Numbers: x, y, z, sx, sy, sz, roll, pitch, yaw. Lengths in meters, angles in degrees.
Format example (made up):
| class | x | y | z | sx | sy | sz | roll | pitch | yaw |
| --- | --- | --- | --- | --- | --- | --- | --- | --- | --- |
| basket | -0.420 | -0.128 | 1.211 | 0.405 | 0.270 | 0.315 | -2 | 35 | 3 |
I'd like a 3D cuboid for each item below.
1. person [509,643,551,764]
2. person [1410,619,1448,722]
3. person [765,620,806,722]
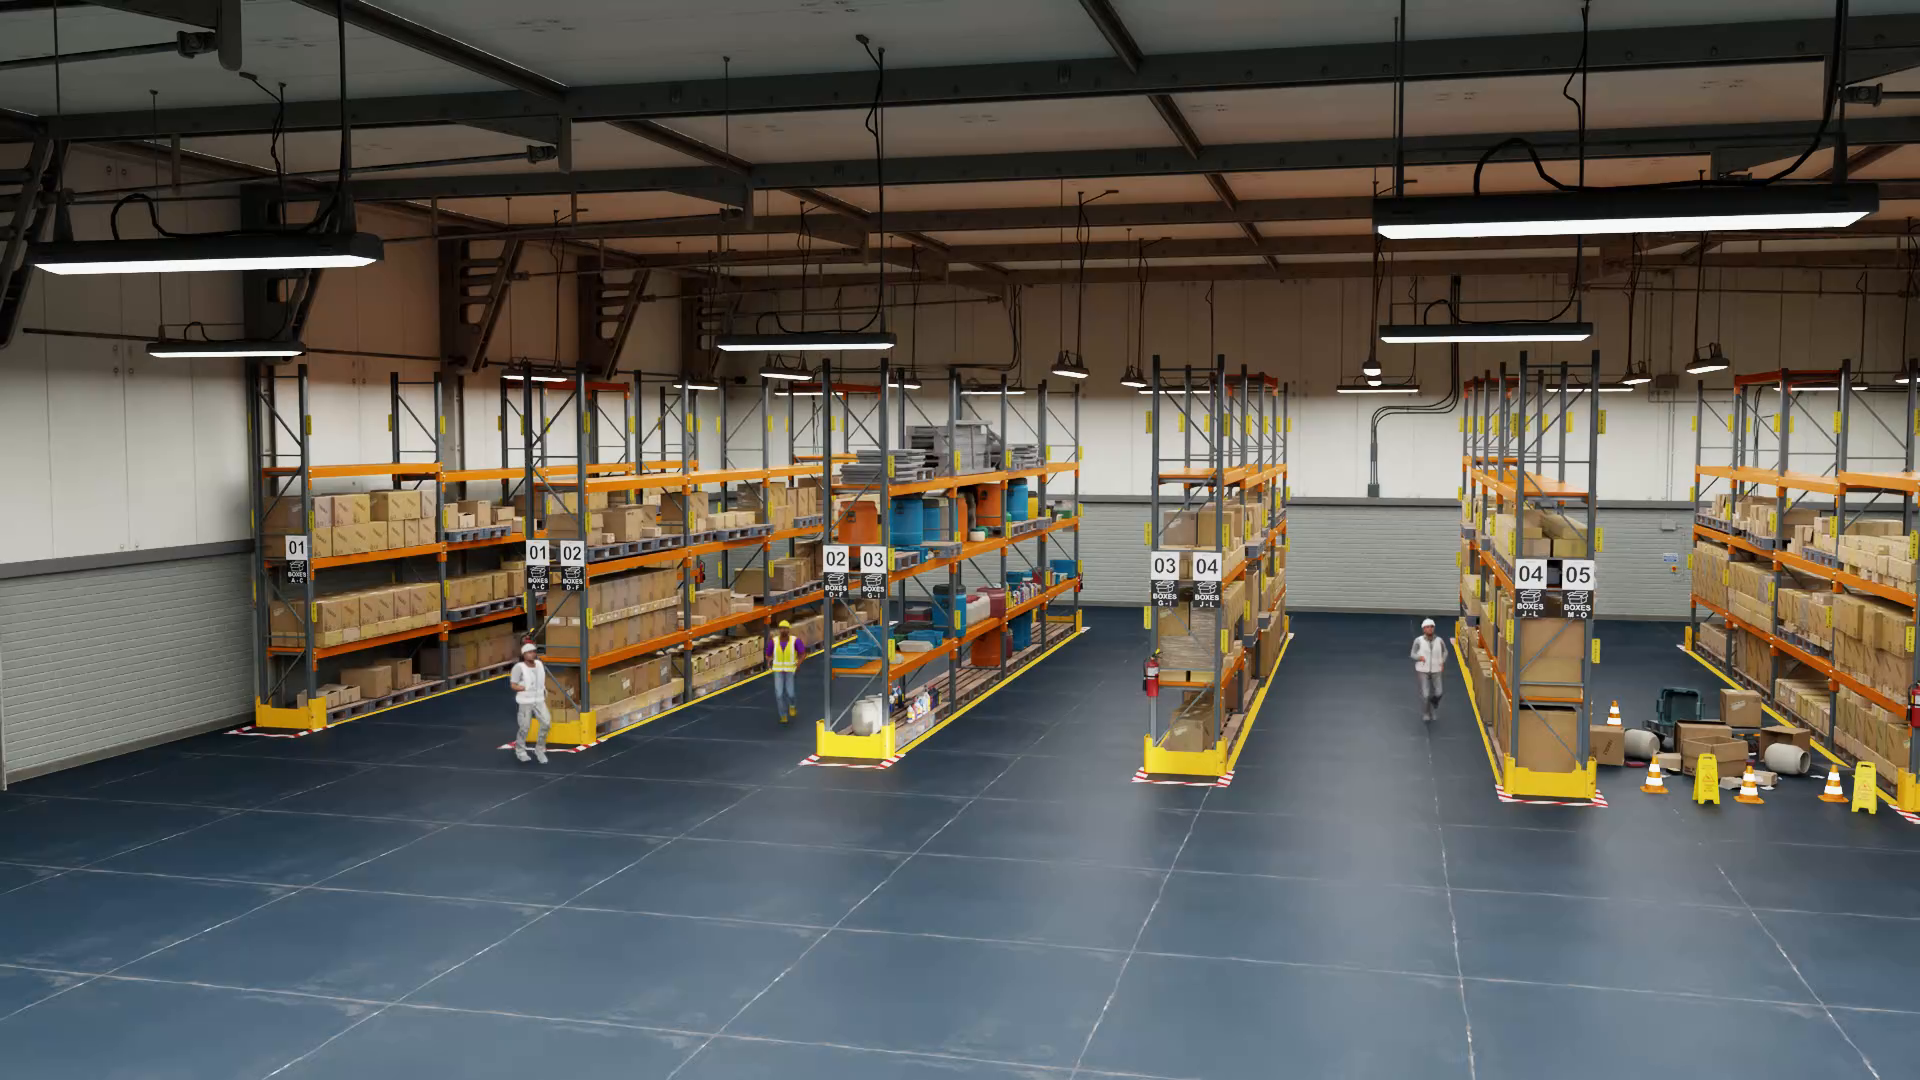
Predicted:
| class | x | y | z | sx | sy | sz | roll | pitch | yaw |
| --- | --- | --- | --- | --- | --- | --- | --- | --- | --- |
| person | -6.319 | 2.426 | 24.570 | 0.695 | 1.808 | 0.701 | -4 | 5 | -43 |
| person | 7.894 | 2.201 | 27.901 | 0.647 | 1.735 | 0.602 | 0 | 4 | 6 |
| person | -2.951 | 2.211 | 27.987 | 0.695 | 1.719 | 0.600 | 0 | 4 | 2 |
